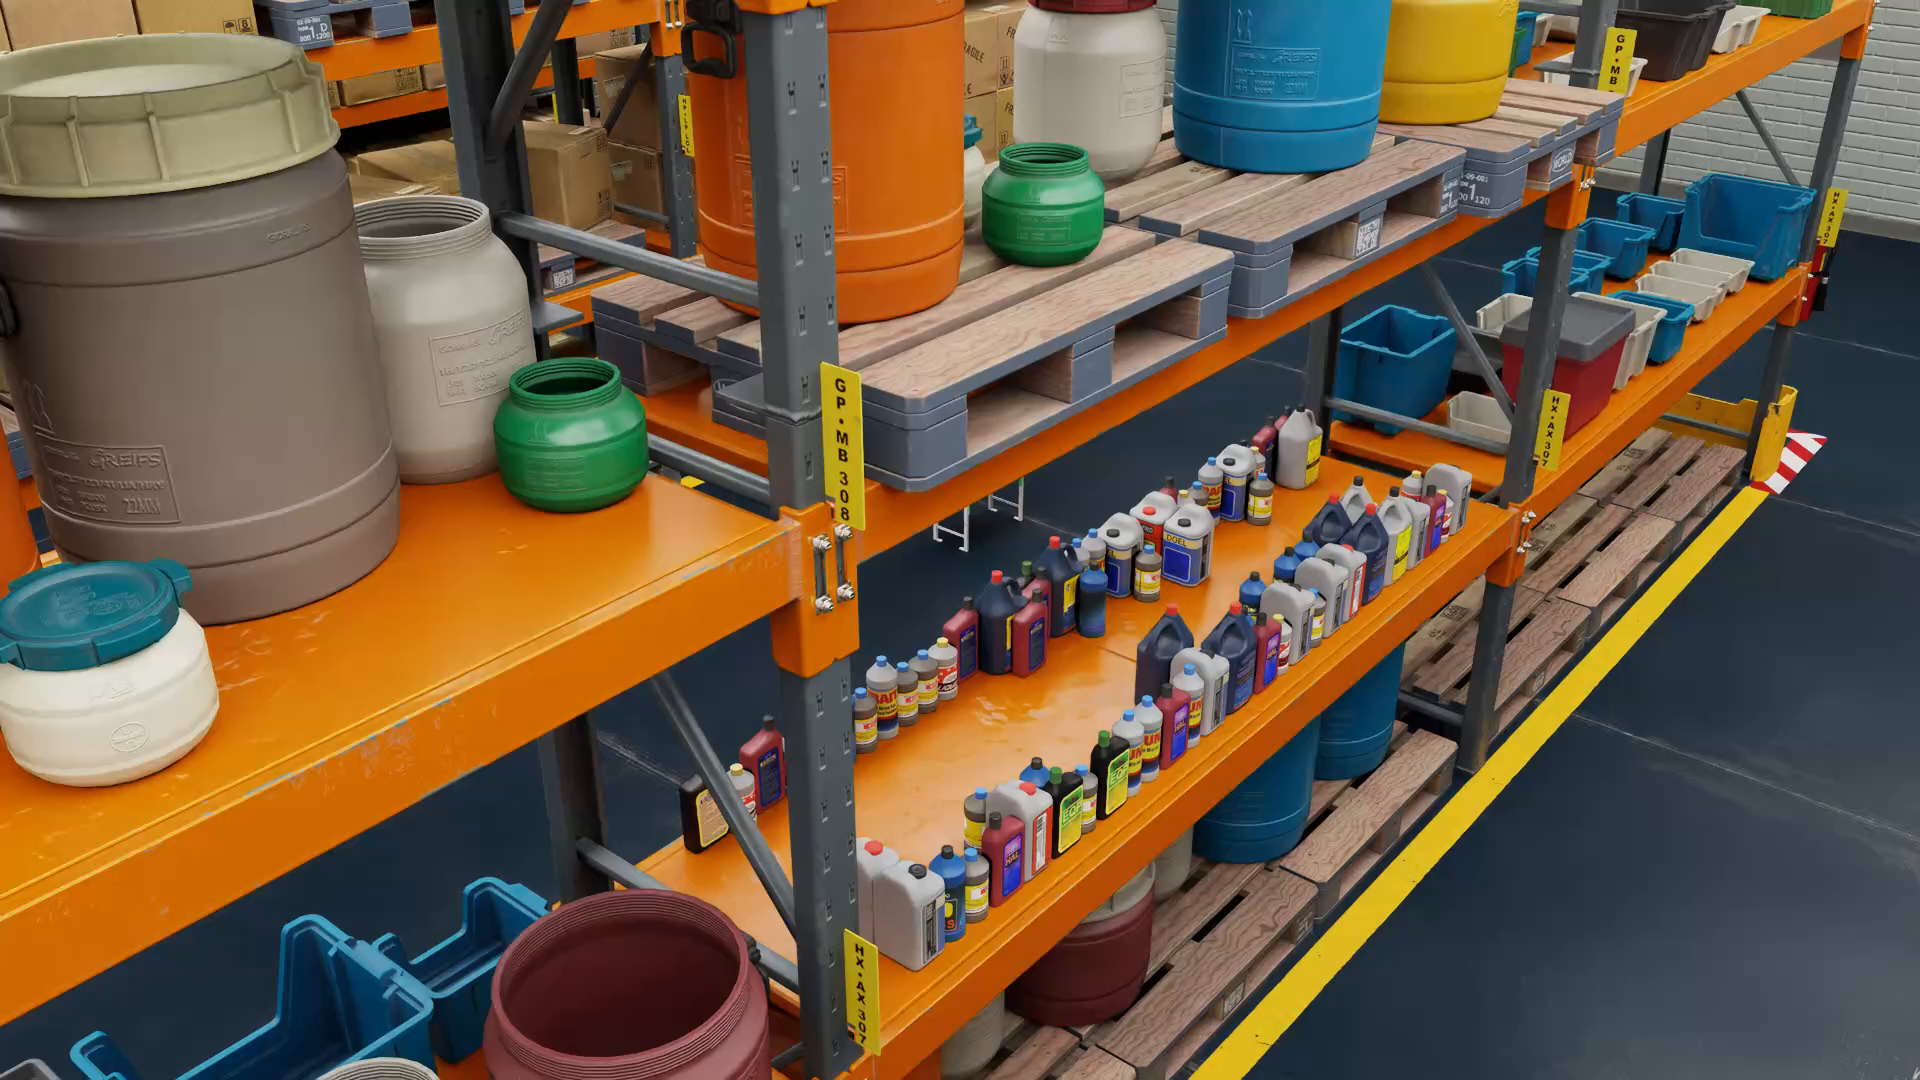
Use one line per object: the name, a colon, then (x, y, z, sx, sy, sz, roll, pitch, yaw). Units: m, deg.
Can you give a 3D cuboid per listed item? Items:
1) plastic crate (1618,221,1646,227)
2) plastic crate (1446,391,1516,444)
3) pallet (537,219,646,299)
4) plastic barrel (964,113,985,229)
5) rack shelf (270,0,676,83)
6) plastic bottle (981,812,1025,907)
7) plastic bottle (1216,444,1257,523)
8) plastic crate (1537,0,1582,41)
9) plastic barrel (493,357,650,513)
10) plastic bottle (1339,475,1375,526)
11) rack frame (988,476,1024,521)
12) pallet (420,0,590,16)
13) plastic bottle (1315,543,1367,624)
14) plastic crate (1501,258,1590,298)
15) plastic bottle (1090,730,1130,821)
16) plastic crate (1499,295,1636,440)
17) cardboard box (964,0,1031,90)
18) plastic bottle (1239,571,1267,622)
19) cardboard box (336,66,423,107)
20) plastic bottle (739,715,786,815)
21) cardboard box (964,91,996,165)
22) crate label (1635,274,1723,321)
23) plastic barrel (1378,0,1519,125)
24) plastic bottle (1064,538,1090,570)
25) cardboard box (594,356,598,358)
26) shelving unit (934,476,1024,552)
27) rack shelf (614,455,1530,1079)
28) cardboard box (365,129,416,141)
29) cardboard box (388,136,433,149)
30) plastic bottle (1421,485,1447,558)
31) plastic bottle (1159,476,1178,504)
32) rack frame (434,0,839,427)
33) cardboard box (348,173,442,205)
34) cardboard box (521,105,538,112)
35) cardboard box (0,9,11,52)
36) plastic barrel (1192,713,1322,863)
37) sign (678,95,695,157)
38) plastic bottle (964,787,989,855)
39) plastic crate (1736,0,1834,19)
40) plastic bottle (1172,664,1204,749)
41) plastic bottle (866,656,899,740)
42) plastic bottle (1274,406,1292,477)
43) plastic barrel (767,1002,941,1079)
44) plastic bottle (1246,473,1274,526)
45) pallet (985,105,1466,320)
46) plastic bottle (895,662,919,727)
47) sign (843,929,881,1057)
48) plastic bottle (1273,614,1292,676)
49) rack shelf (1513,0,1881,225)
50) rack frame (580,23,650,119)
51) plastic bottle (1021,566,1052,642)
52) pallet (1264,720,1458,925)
plastic crate: (3.757, -1.714, 9.520, 0.250, 0.136, 0.298, 21, 34, 34)
plastic crate: (2.298, -0.500, 7.173, 0.396, 0.136, 0.243, 21, 34, 34)
pallet: (-2.520, -1.579, 9.247, 1.003, 0.211, 1.213, 21, 34, 34)
plastic barrel: (-0.083, -0.929, 4.210, 0.301, 0.262, 0.301, 0, 27, 0)
rack shelf: (-3.200, -2.220, 7.794, 1.077, 0.370, 4.000, 21, 34, 34)
plastic bottle: (0.117, 0.841, 4.487, 0.061, 0.283, 0.133, 21, 34, 34)
plastic bottle: (1.071, -0.229, 6.564, 0.152, 0.276, 0.135, 21, 34, 34)
plastic crate: (2.788, -2.469, 7.623, 0.437, 0.282, 0.530, 21, 34, 34)
plastic barrel: (-0.770, -0.210, 3.295, 0.294, 0.245, 0.294, 0, 27, 0)
plastic bottle: (1.449, -0.066, 6.166, 0.144, 0.351, 0.185, 21, 34, 34)
rack frame: (0.261, -0.678, 9.255, 0.240, 1.200, 0.015, 21, 34, 34)
pallet: (-2.397, -2.954, 8.636, 1.213, 0.211, 1.003, 21, 34, 34)
plastic bottle: (1.338, 0.131, 5.868, 0.152, 0.276, 0.135, 21, 34, 34)
plastic crate: (2.997, -1.273, 8.563, 0.416, 0.233, 0.300, 21, 34, 34)
plastic bottle: (0.434, 0.664, 4.829, 0.061, 0.283, 0.133, 21, 34, 34)
plastic crate: (2.654, -0.765, 7.330, 0.402, 0.464, 0.583, 21, 34, 34)
cardboard box: (0.225, -3.405, 11.371, 0.500, 0.500, 0.500, 22, 34, 36)
plastic bottle: (0.996, 0.233, 5.675, 0.097, 0.271, 0.097, 0, 27, 0)
cardboard box: (-4.926, -3.940, 13.276, 0.980, 0.700, 0.700, 20, 33, 33)
plastic bottle: (-0.577, 0.653, 4.850, 0.061, 0.283, 0.133, 21, 34, 34)
cardboard box: (-0.107, -2.780, 11.250, 0.500, 0.500, 0.500, 21, 34, 35)
crate label: (3.704, -1.248, 8.620, 0.396, 0.136, 0.243, 21, 34, 34)
plastic barrel: (1.468, -1.686, 5.319, 0.600, 0.588, 0.600, 0, 27, 0)
plastic bottle: (0.410, 0.121, 5.891, 0.097, 0.271, 0.097, 0, 27, 0)
cardboard box: (-2.020, -0.742, 9.662, 0.500, 0.500, 0.500, 21, 34, 34)
shelving unit: (0.105, -0.592, 9.088, 0.258, 1.200, 0.503, 21, 34, 34)
rack shelf: (0.620, 0.562, 5.683, 1.077, 0.370, 4.000, 21, 34, 34)
cardboard box: (-4.781, -3.339, 13.997, 0.380, 0.149, 0.250, 21, 34, 35)
cardboard box: (-4.507, -3.215, 13.758, 0.380, 0.149, 0.250, 20, 33, 33)
plastic bottle: (1.779, -0.086, 6.278, 0.061, 0.283, 0.133, 21, 34, 34)
plastic bottle: (0.765, -0.095, 6.296, 0.061, 0.283, 0.133, 21, 34, 34)
rack frame: (-0.652, -1.713, 2.768, 1.000, 3.000, 0.127, 21, 34, 34)
cardboard box: (-3.004, -1.502, 8.324, 0.700, 0.500, 0.500, 12, 30, 22)
cardboard box: (-3.973, -3.791, 14.870, 0.380, 0.149, 0.250, 21, 34, 35)
cardboard box: (-4.220, -2.039, 6.553, 0.910, 0.500, 0.500, 21, 34, 34)
plastic barrel: (1.083, 0.717, 6.425, 0.600, 0.901, 0.708, 21, 34, 34)
sign: (-1.497, -2.269, 9.112, 0.100, 0.325, 0.005, 21, 34, 34)
plastic bottle: (0.059, 0.787, 4.681, 0.097, 0.201, 0.097, 0, 27, 0)
plastic crate: (4.029, -2.690, 8.152, 0.450, 0.188, 0.336, 21, 34, 34)
plastic bottle: (0.702, 0.507, 5.146, 0.097, 0.271, 0.097, 0, 27, 0)
plastic bottle: (-0.242, 0.485, 5.188, 0.097, 0.271, 0.097, 0, 27, 0)
plastic bottle: (1.330, -0.410, 6.905, 0.061, 0.283, 0.133, 21, 34, 34)
plastic barrel: (-0.354, 1.550, 4.894, 0.600, 0.830, 0.708, 21, 34, 34)
plastic bottle: (1.179, -0.166, 6.523, 0.097, 0.201, 0.097, 0, 27, 0)
pallet: (0.750, -1.006, 4.871, 1.003, 0.211, 1.213, 21, 34, 34)
plastic bottle: (-0.180, 0.481, 5.271, 0.097, 0.201, 0.097, 0, 27, 0)
sign: (-0.223, 1.037, 3.803, 0.100, 0.325, 0.005, 21, 34, 34)
plastic bottle: (1.052, 0.343, 5.539, 0.097, 0.201, 0.097, 0, 27, 0)
rack shelf: (3.164, -2.189, 7.735, 1.077, 0.370, 4.000, 21, 34, 34)
rack frame: (-3.208, -4.781, 15.227, 1.000, 3.000, 0.127, 21, 34, 34)
plastic bottle: (0.252, 0.235, 5.659, 0.061, 0.283, 0.133, 21, 34, 34)
pallet: (1.369, 1.033, 7.024, 1.003, 0.211, 1.213, 21, 34, 34)
